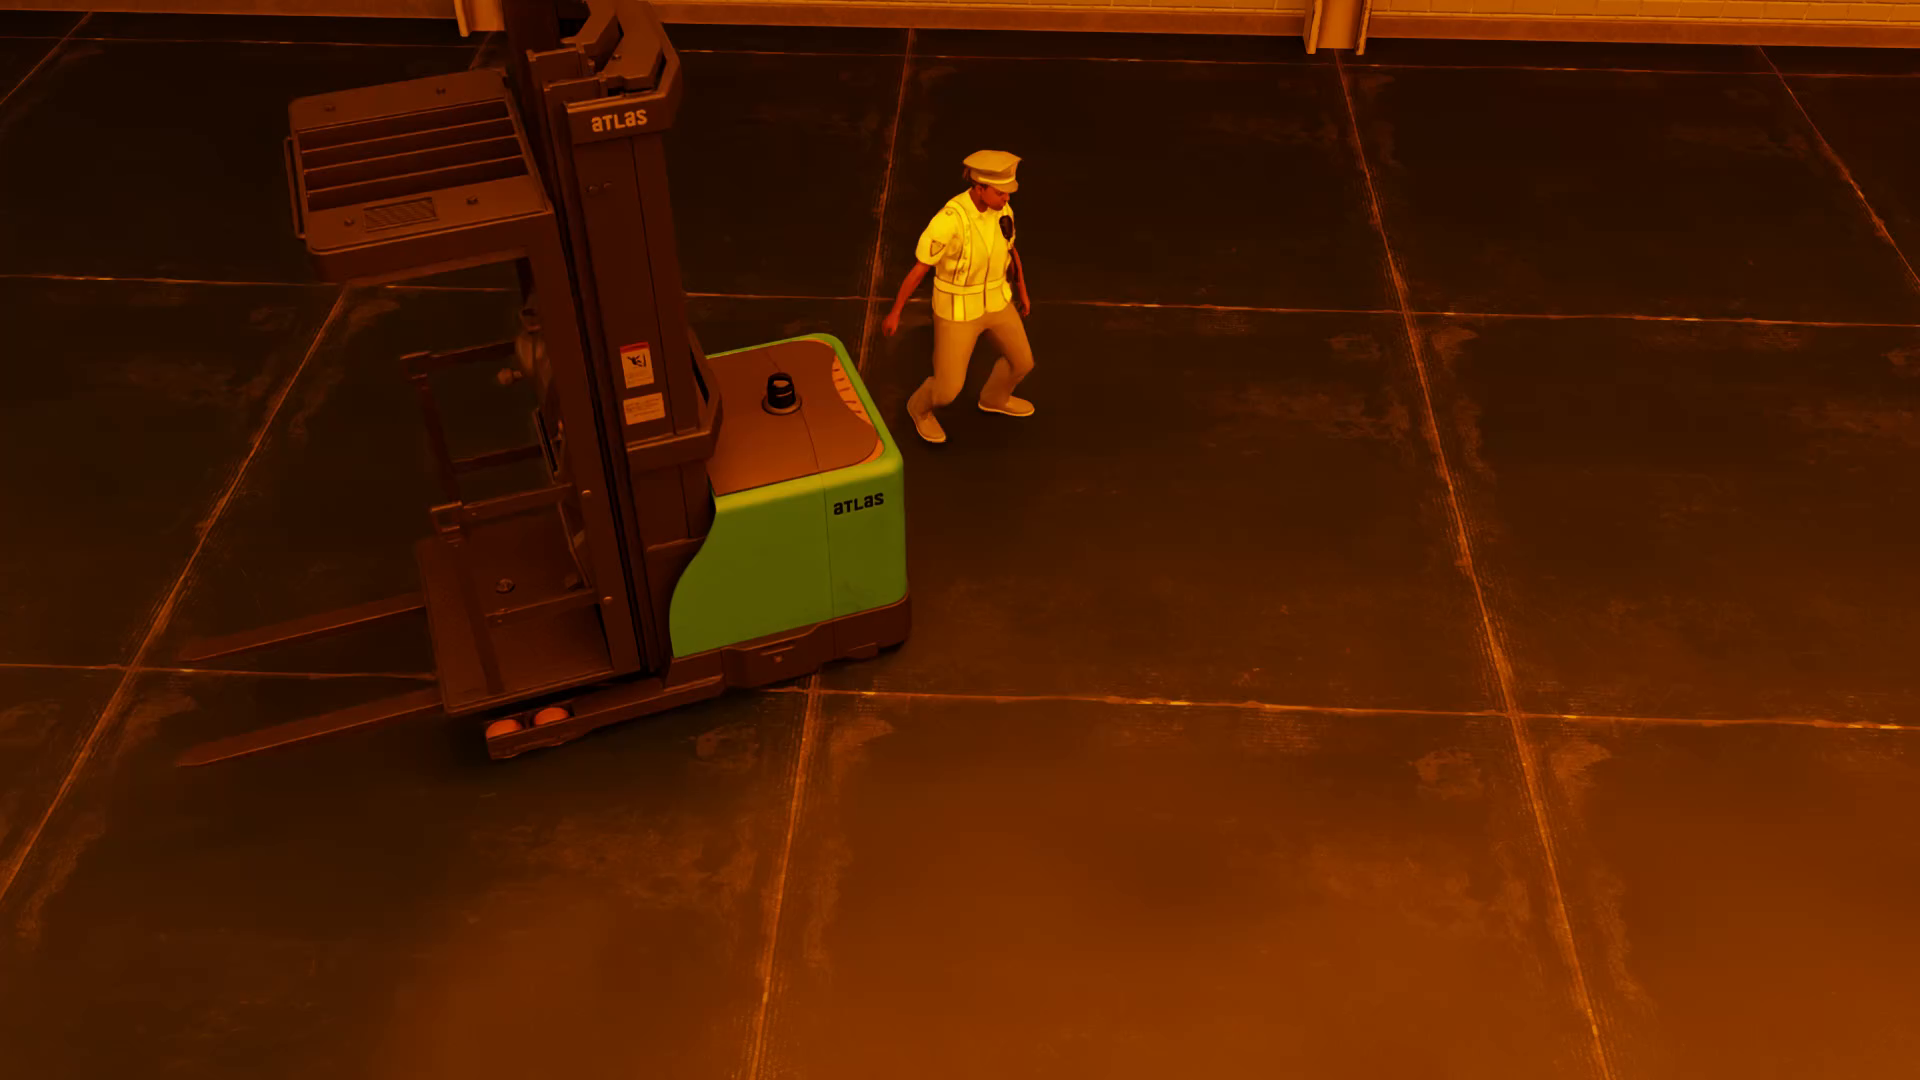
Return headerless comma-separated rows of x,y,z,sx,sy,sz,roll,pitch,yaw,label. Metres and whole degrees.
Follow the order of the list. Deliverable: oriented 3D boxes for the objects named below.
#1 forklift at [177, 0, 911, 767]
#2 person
-1.789,-0.579,6.376,3.031,2.935,1.130,-14,44,-15,forklift
0.001,-1.154,8.016,0.817,1.592,0.466,-22,47,-23,person
